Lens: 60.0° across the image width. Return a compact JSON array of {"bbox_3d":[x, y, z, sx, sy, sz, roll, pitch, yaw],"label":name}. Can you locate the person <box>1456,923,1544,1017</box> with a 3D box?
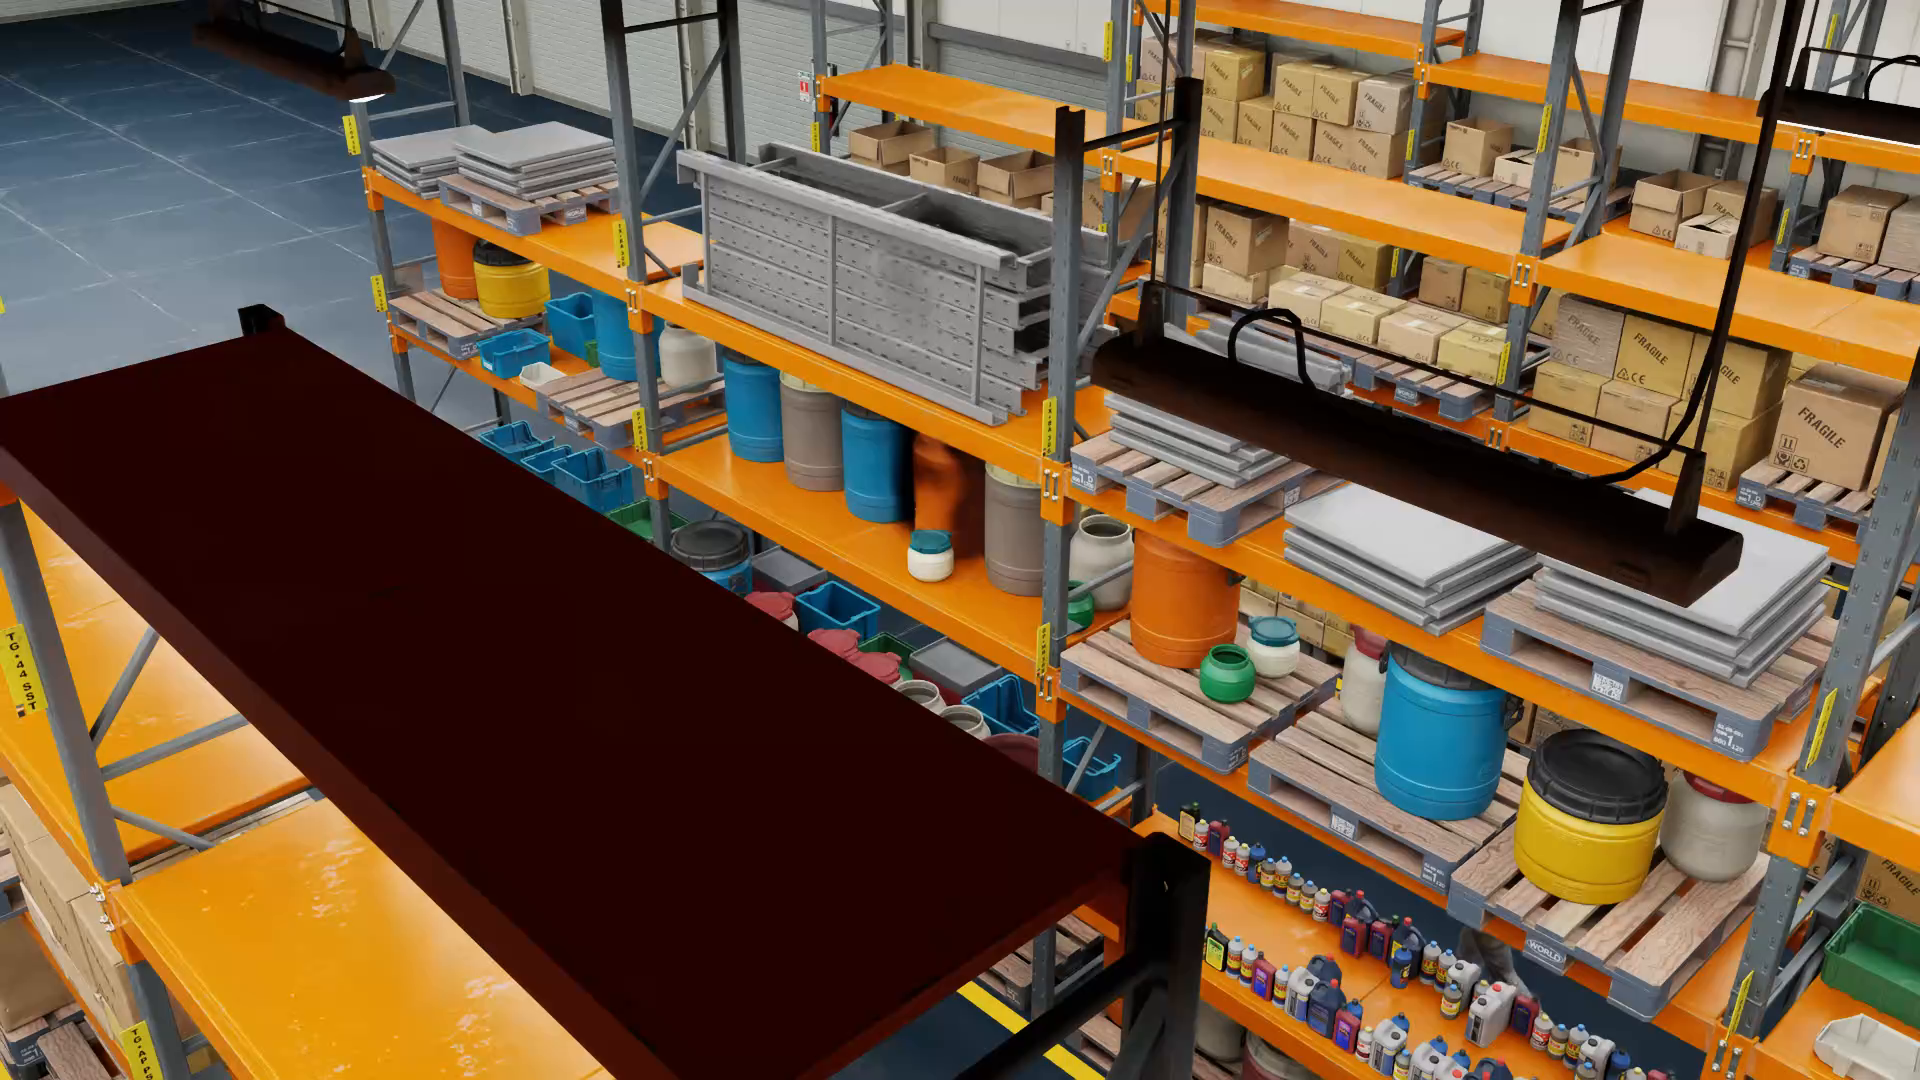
[{"bbox_3d":[3.416,2.432,10.711,0.658,1.539,1.177,-13,31,-23],"label":"person"}]
